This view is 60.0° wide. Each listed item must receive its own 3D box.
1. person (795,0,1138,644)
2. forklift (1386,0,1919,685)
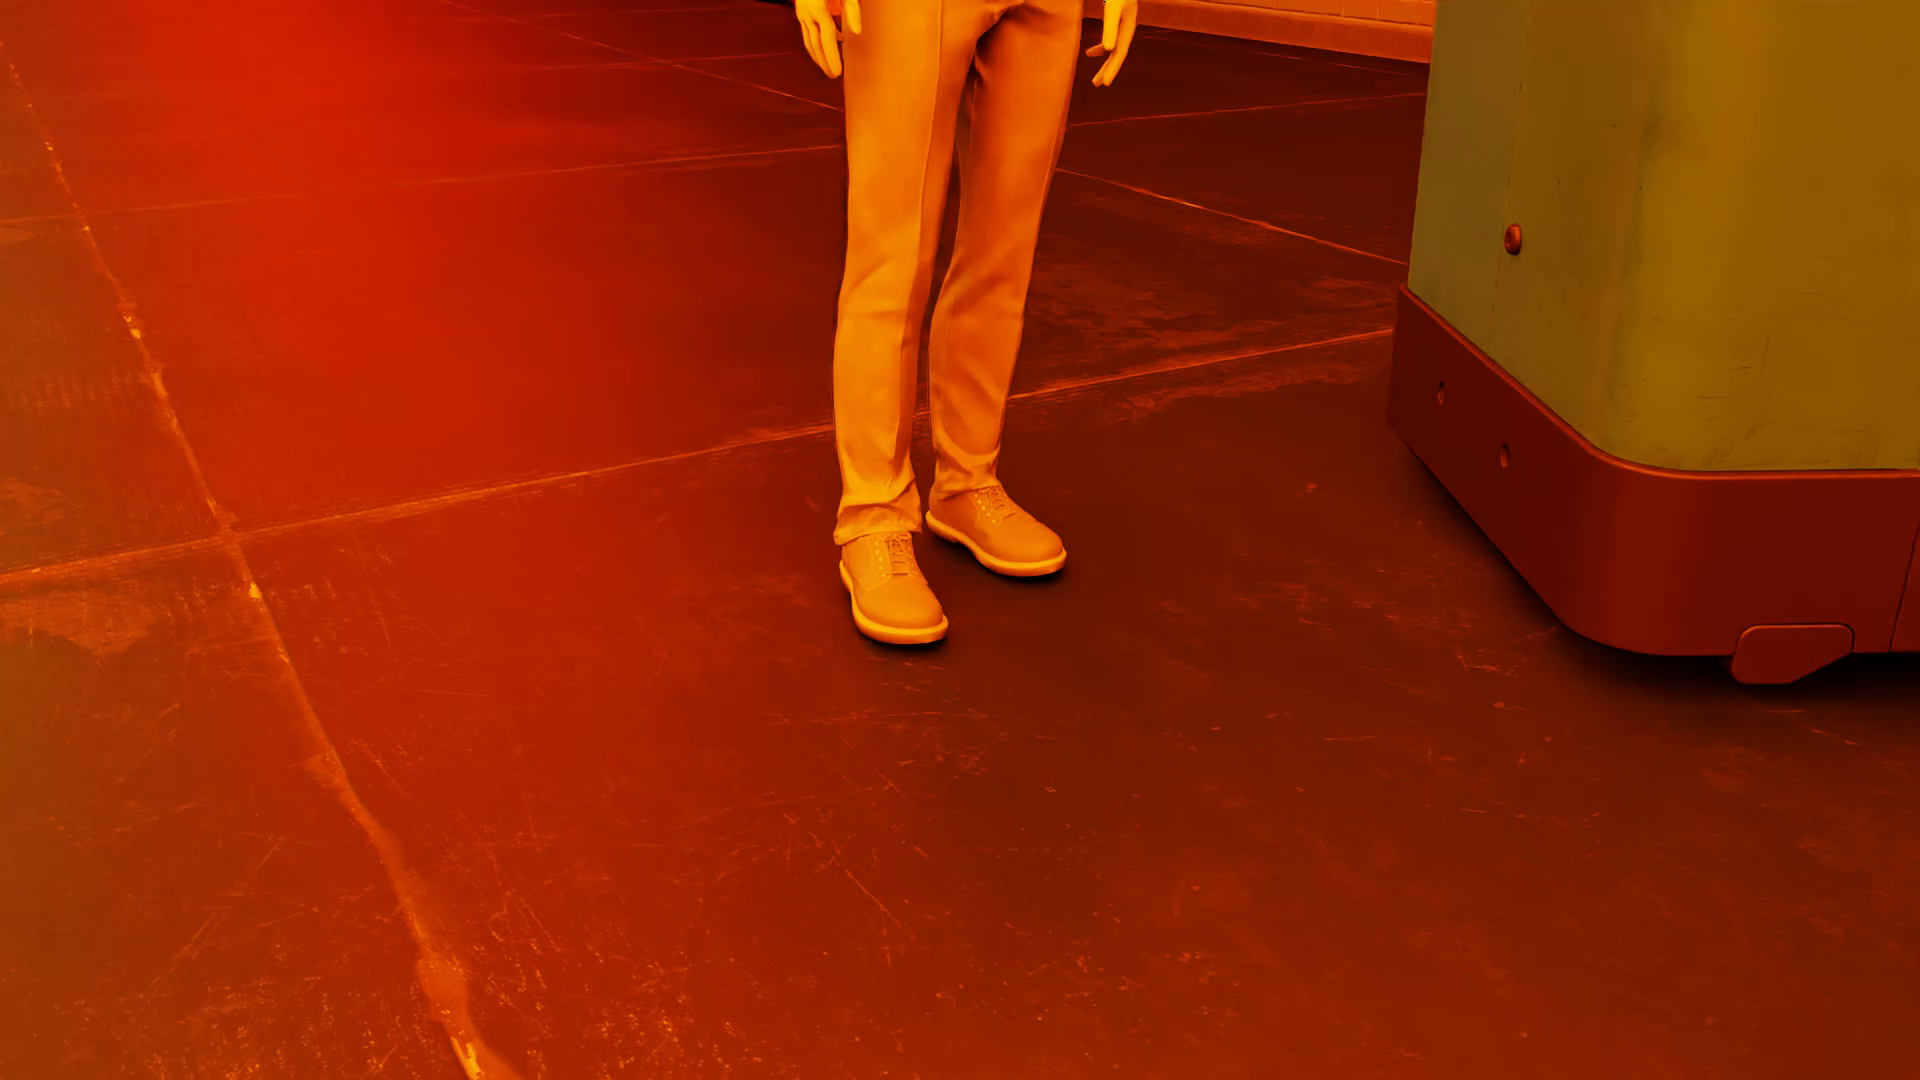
[{"bbox_3d":[0.033,-0.764,2.249,0.591,1.692,0.519,-13,25,-28],"label":"person"},{"bbox_3d":[2.289,-1.360,2.088,3.031,2.935,1.130,-1,22,-2],"label":"forklift"}]
